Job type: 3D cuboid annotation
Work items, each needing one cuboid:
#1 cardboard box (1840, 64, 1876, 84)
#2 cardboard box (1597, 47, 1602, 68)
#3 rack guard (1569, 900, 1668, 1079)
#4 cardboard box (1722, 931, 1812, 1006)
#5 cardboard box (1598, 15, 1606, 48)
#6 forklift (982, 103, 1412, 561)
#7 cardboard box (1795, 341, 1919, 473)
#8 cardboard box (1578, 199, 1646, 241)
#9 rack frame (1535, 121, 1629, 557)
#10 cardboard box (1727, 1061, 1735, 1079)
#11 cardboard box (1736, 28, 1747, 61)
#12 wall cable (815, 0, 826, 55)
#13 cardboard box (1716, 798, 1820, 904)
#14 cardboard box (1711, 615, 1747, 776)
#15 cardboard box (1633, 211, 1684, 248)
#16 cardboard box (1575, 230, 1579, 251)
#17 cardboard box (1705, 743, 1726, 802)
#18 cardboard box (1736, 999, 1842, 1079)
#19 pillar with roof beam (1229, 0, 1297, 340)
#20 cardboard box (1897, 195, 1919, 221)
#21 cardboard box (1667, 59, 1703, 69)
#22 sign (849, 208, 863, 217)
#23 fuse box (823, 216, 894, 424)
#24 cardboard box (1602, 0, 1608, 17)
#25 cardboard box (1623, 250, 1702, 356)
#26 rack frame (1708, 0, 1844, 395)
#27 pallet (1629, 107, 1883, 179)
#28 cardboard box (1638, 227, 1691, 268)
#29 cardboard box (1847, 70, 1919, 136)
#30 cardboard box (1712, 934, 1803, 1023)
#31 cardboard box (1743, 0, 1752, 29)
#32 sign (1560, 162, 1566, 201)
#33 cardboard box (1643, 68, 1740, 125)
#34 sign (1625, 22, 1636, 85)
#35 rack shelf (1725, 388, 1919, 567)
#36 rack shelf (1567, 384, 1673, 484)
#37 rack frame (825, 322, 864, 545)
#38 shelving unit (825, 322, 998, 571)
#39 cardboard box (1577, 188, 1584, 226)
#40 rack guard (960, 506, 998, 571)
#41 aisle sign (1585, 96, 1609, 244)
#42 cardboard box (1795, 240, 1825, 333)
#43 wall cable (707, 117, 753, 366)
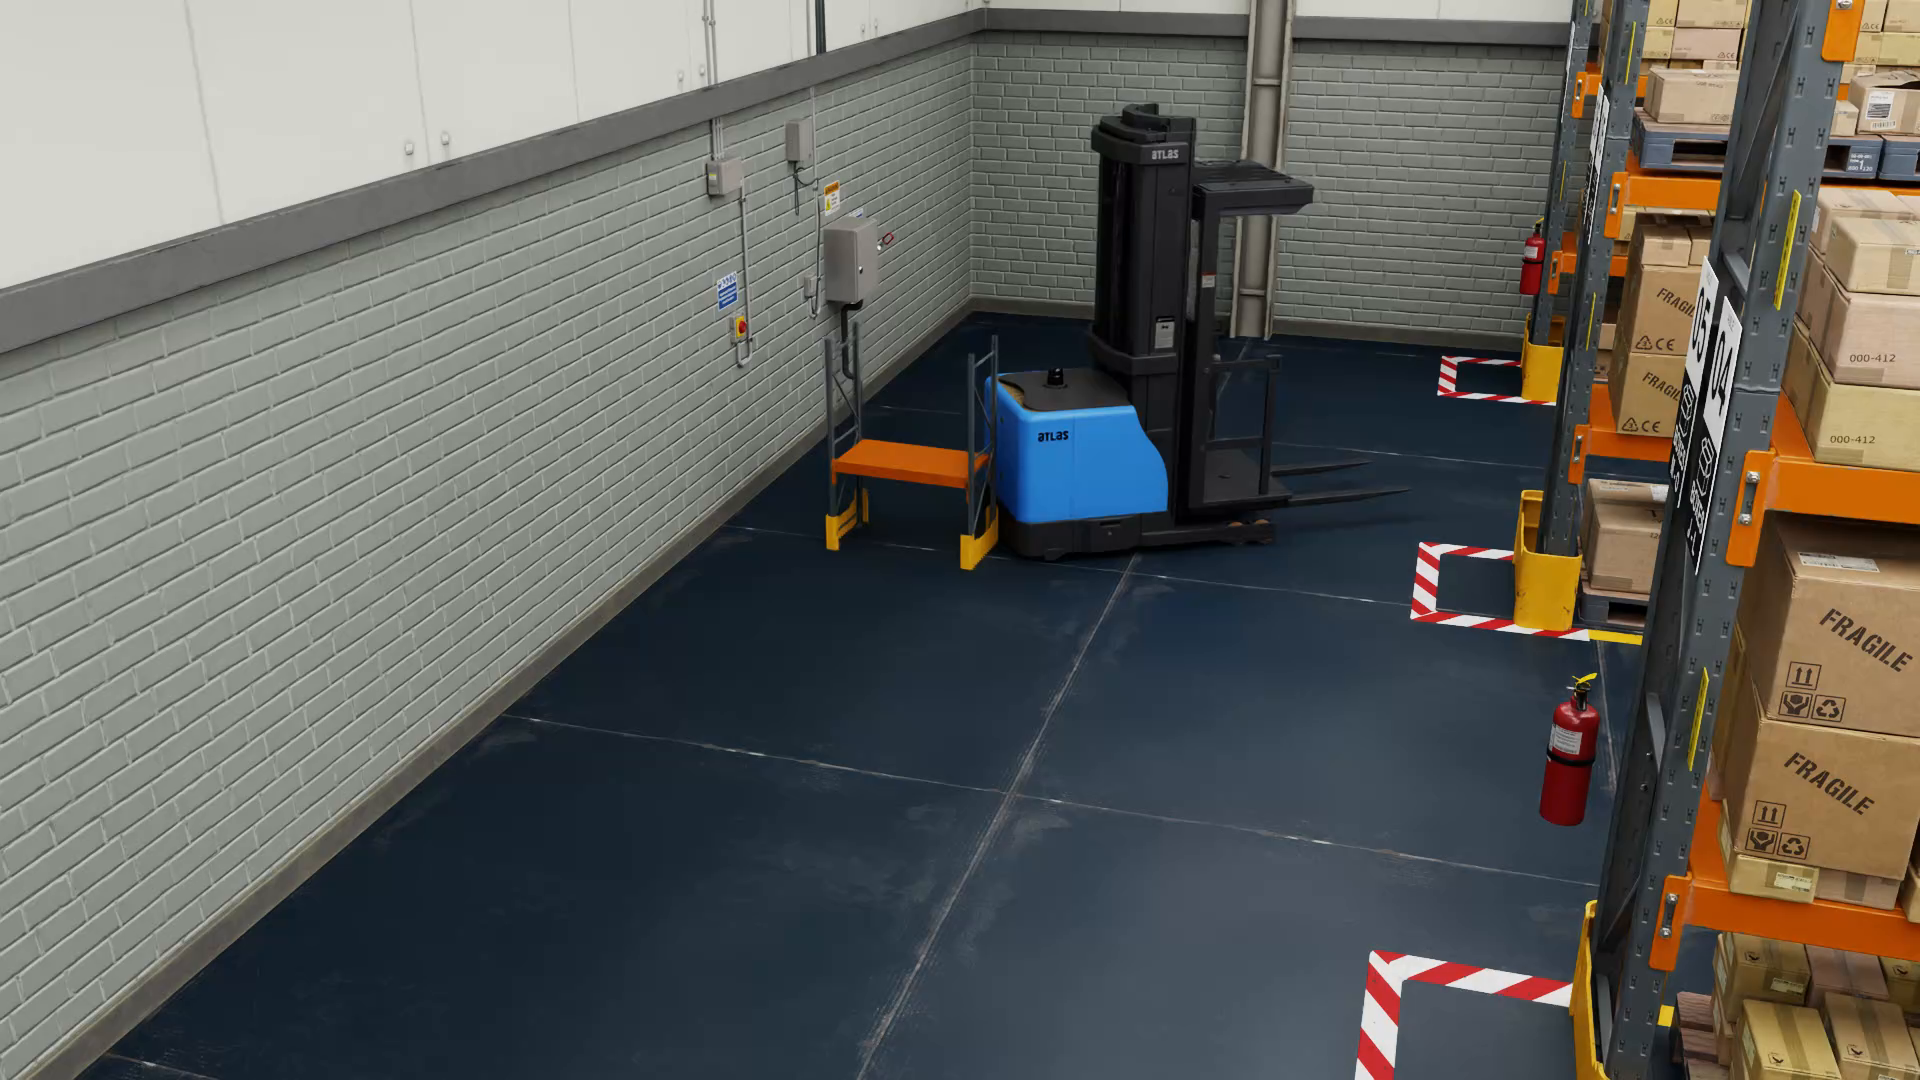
[{"bbox_3d":[7.183,-3.764,13.371,0.250,0.149,0.380,7,23,17],"label":"cardboard box"},{"bbox_3d":[5.638,-4.161,14.340,0.250,0.149,0.380,7,23,17],"label":"cardboard box"},{"bbox_3d":[2.575,1.938,6.387,0.348,0.500,1.175,7,23,16],"label":"rack guard"},{"bbox_3d":[3.082,1.589,6.364,0.250,0.149,0.380,7,23,16],"label":"cardboard box"},{"bbox_3d":[5.770,-4.346,14.267,0.500,0.250,0.500,6,23,15],"label":"cardboard box"},{"bbox_3d":[1.737,-1.501,11.567,3.031,2.935,1.130,-6,23,-13],"label":"forklift"},{"bbox_3d":[2.858,-0.403,5.046,0.500,0.250,0.500,7,23,17],"label":"cardboard box"},{"bbox_3d":[5.622,-2.761,14.354,0.500,0.250,0.500,7,23,16],"label":"cardboard box"},{"bbox_3d":[3.835,-1.036,10.344,0.127,3.000,1.000,7,23,16],"label":"rack frame"},{"bbox_3d":[2.911,2.072,5.971,0.250,0.149,0.380,7,23,17],"label":"cardboard box"},{"bbox_3d":[6.590,-4.040,13.519,0.500,0.250,0.500,6,23,14],"label":"cardboard box"},{"bbox_3d":[-0.632,-5.632,13.592,0.133,3.039,2.988,7,23,16],"label":"wall cable"},{"bbox_3d":[2.717,1.044,5.604,0.250,0.149,0.380,6,23,15],"label":"cardboard box"},{"bbox_3d":[3.006,0.545,5.965,0.500,0.500,0.500,7,23,17],"label":"cardboard box"},{"bbox_3d":[4.236,-1.879,10.094,0.250,0.149,0.380,7,23,16],"label":"cardboard box"},{"bbox_3d":[5.501,-2.588,14.459,0.250,0.149,0.380,6,23,15],"label":"cardboard box"},{"bbox_3d":[2.896,0.822,6.144,0.250,0.149,0.380,7,23,16],"label":"cardboard box"},{"bbox_3d":[2.905,1.803,5.840,0.250,0.149,0.380,5,23,13],"label":"cardboard box"},{"bbox_3d":[1.701,-4.675,11.309,0.400,9.000,9.100,7,23,16],"label":"pillar with roof beam"},{"bbox_3d":[3.119,-0.977,5.259,0.250,0.149,0.380,7,23,16],"label":"cardboard box"},{"bbox_3d":[6.002,-3.939,13.799,0.250,0.149,0.380,7,23,16],"label":"cardboard box"},{"bbox_3d":[-0.879,-2.552,14.163,0.001,0.494,0.329,7,23,16],"label":"sign"},{"bbox_3d":[-0.824,-1.797,13.897,0.414,1.711,0.539,7,23,16],"label":"fuse box"},{"bbox_3d":[5.771,-4.580,14.178,0.500,0.250,0.500,6,23,14],"label":"cardboard box"},{"bbox_3d":[4.212,-1.389,9.755,0.500,0.500,0.500,6,23,14],"label":"cardboard box"},{"bbox_3d":[2.502,-2.002,4.794,0.127,3.000,1.000,7,23,16],"label":"rack frame"},{"bbox_3d":[4.548,-2.306,9.603,1.213,0.211,1.003,7,23,15],"label":"pallet"},{"bbox_3d":[4.095,-1.706,9.672,0.250,0.149,0.380,7,23,17],"label":"cardboard box"},{"bbox_3d":[5.254,-2.441,9.249,0.500,0.311,0.500,7,23,16],"label":"cardboard box"},{"bbox_3d":[3.090,1.714,6.449,0.250,0.149,0.380,6,23,14],"label":"cardboard box"},{"bbox_3d":[6.584,-4.275,13.434,0.500,0.250,0.500,6,23,15],"label":"cardboard box"},{"bbox_3d":[5.109,-3.044,14.097,0.005,0.325,0.100,7,23,16],"label":"sign"},{"bbox_3d":[4.292,-2.579,9.664,0.500,0.250,0.500,4,23,11],"label":"cardboard box"},{"bbox_3d":[3.669,-2.664,9.104,0.005,0.325,0.100,7,23,16],"label":"sign"},{"bbox_3d":[4.417,-0.063,4.966,4.000,0.370,1.077,7,23,16],"label":"rack shelf"},{"bbox_3d":[5.750,-0.484,9.946,4.000,0.370,1.077,7,23,16],"label":"rack shelf"},{"bbox_3d":[-0.801,-0.726,11.564,0.032,1.500,0.500,8,24,19],"label":"rack frame"},{"bbox_3d":[-0.332,-0.660,11.404,1.083,1.500,0.587,8,24,19],"label":"shelving unit"},{"bbox_3d":[5.782,-2.955,14.826,0.500,0.250,0.500,7,23,17],"label":"cardboard box"},{"bbox_3d":[0.135,-0.017,11.481,0.087,0.250,0.587,8,24,19],"label":"rack guard"},{"bbox_3d":[3.682,-2.142,9.613,0.004,0.787,0.394,7,23,16],"label":"aisle sign"},{"bbox_3d":[3.016,-0.819,5.399,0.500,0.250,0.500,6,23,14],"label":"cardboard box"},{"bbox_3d":[-1.570,-2.131,11.632,0.123,1.953,0.585,7,23,16],"label":"wall cable"}]
